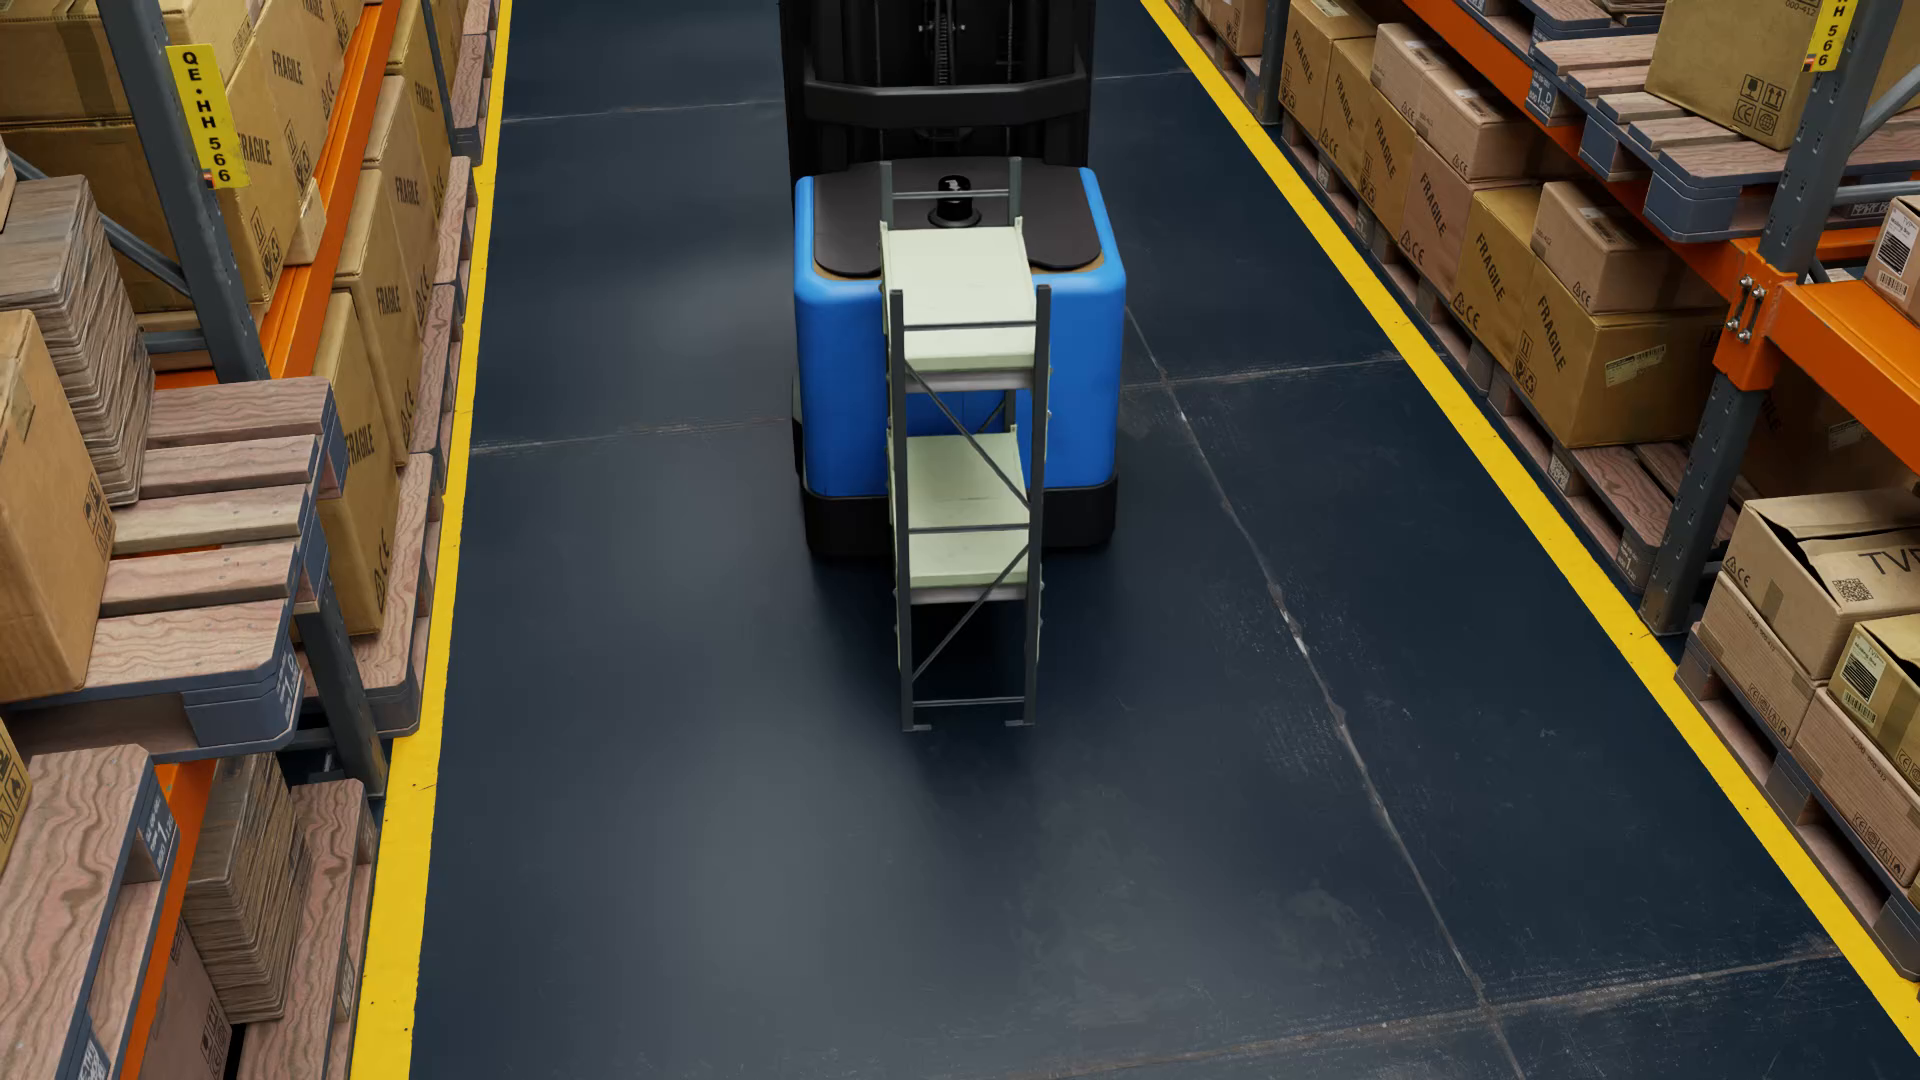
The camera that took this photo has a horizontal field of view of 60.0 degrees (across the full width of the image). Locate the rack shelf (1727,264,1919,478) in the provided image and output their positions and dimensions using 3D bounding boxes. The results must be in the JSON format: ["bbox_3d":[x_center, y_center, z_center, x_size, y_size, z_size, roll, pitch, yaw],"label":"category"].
[{"bbox_3d":[3.066,0.534,3.204,1.077,0.370,4.000,-6,38,-8],"label":"rack shelf"}]

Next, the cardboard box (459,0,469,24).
[{"bbox_3d":[-3.065,-3.094,8.983,0.700,0.500,0.500,-5,38,-7],"label":"cardboard box"}]

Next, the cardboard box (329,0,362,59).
[{"bbox_3d":[-2.262,-1.840,5.333,0.500,0.500,0.500,-5,38,-7],"label":"cardboard box"}]

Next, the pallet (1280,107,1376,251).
[{"bbox_3d":[2.194,-1.786,7.876,1.003,0.211,1.213,-6,38,-8],"label":"pallet"}]

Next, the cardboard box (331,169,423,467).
[{"bbox_3d":[-2.308,-0.728,5.652,0.750,0.750,0.750,-6,38,-8],"label":"cardboard box"}]

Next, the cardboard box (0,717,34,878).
[{"bbox_3d":[-1.829,0.397,2.354,0.700,0.500,0.500,-6,38,-8],"label":"cardboard box"}]

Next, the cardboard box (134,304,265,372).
[{"bbox_3d":[-1.991,-0.555,4.208,0.380,0.149,0.250,-7,38,-9],"label":"cardboard box"}]

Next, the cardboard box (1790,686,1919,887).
[{"bbox_3d":[2.607,0.613,4.414,0.500,0.250,0.500,-7,38,-9],"label":"cardboard box"}]

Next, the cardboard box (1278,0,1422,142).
[{"bbox_3d":[1.859,-2.242,7.870,0.500,0.500,0.500,-8,39,-10],"label":"cardboard box"}]

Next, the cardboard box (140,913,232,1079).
[{"bbox_3d":[-2.008,1.143,3.512,0.700,0.500,0.500,-6,38,-8],"label":"cardboard box"}]

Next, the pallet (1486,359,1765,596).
[{"bbox_3d":[2.622,-0.312,5.979,1.003,0.211,1.213,-6,38,-8],"label":"pallet"}]

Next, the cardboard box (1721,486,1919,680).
[{"bbox_3d":[2.518,0.088,4.633,0.500,0.311,0.500,-5,38,-6],"label":"cardboard box"}]

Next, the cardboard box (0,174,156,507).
[{"bbox_3d":[-2.069,-0.353,3.320,0.700,0.500,0.500,-11,39,-13],"label":"cardboard box"}]

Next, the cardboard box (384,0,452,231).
[{"bbox_3d":[-2.620,-1.777,7.003,0.750,0.750,0.750,-6,38,-7],"label":"cardboard box"}]

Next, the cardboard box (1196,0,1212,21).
[{"bbox_3d":[1.510,-2.956,9.075,0.380,0.149,0.250,-6,38,-8],"label":"cardboard box"}]

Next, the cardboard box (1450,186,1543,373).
[{"bbox_3d":[2.230,-0.997,6.267,0.500,0.500,0.500,-8,38,-10],"label":"cardboard box"}]

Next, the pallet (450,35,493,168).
[{"bbox_3d":[-2.919,-2.205,8.417,1.003,0.211,1.213,-6,38,-8],"label":"pallet"}]

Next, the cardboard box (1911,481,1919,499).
[{"bbox_3d":[3.049,0.030,4.708,0.500,0.311,0.500,-5,38,-7],"label":"cardboard box"}]

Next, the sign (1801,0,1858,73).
[{"bbox_3d":[2.183,-1.320,4.125,0.100,0.325,0.005,-6,38,-8],"label":"sign"}]

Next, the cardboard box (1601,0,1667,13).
[{"bbox_3d":[2.521,-2.105,5.590,0.700,0.500,0.500,0,38,1],"label":"cardboard box"}]

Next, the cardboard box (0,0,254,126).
[{"bbox_3d":[-1.992,-1.203,3.902,0.500,0.250,0.500,-5,38,-7],"label":"cardboard box"}]

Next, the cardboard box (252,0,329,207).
[{"bbox_3d":[-2.077,-1.226,4.543,0.500,0.500,0.500,-5,38,-6],"label":"cardboard box"}]

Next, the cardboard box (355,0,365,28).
[{"bbox_3d":[-2.374,-1.955,6.010,0.380,0.149,0.250,-6,38,-8],"label":"cardboard box"}]

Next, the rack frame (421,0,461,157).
[{"bbox_3d":[-2.862,-2.839,6.959,1.000,3.000,0.127,-6,38,-8],"label":"rack frame"}]

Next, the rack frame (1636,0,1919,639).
[{"bbox_3d":[2.715,-0.958,4.538,1.000,3.000,0.127,-6,38,-8],"label":"rack frame"}]

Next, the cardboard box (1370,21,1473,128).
[{"bbox_3d":[2.034,-1.934,6.863,0.500,0.250,0.500,-6,38,-8],"label":"cardboard box"}]

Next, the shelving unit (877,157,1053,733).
[{"bbox_3d":[0.000,-0.252,4.852,0.431,1.500,0.755,-3,38,-3],"label":"shelving unit"}]

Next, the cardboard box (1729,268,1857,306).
[{"bbox_3d":[2.819,-0.766,5.970,0.500,0.500,0.500,-8,38,-10],"label":"cardboard box"}]

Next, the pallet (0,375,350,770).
[{"bbox_3d":[-1.931,0.072,3.369,1.213,0.211,1.003,-6,38,-8],"label":"pallet"}]

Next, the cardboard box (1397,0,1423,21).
[{"bbox_3d":[2.383,-2.293,7.936,0.500,0.500,0.500,-6,38,-8],"label":"cardboard box"}]

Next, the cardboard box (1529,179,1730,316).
[{"bbox_3d":[2.306,-1.014,5.678,0.500,0.250,0.500,-5,38,-6],"label":"cardboard box"}]

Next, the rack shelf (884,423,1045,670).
[{"bbox_3d":[0.000,0.006,5.052,0.431,0.370,0.720,-3,38,-3],"label":"rack shelf"}]

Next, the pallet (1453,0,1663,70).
[{"bbox_3d":[2.370,-2.056,6.108,1.003,0.211,1.213,-6,38,-8],"label":"pallet"}]

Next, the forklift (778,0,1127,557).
[{"bbox_3d":[-0.096,-1.989,5.921,1.130,2.935,3.031,-2,38,-3],"label":"forklift"}]

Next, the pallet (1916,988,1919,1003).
[{"bbox_3d":[3.032,1.380,3.802,1.003,0.211,1.213,-6,38,-8],"label":"pallet"}]

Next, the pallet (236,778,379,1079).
[{"bbox_3d":[-2.026,1.150,4.097,1.003,0.211,1.213,-6,38,-8],"label":"pallet"}]

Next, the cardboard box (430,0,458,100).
[{"bbox_3d":[-2.893,-2.480,8.193,0.700,0.500,0.500,-6,38,-7],"label":"cardboard box"}]

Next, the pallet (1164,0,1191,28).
[{"bbox_3d":[1.677,-3.426,9.988,1.003,0.211,1.213,-6,38,-8],"label":"pallet"}]

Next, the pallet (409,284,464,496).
[{"bbox_3d":[-2.436,-0.541,6.275,1.003,0.211,1.213,-6,38,-8],"label":"pallet"}]

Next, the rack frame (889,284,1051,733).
[{"bbox_3d":[0.026,-0.028,4.563,0.400,1.500,0.023,-3,38,-3],"label":"rack frame"}]

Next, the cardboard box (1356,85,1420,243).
[{"bbox_3d":[2.044,-1.619,7.067,0.500,0.500,0.500,-6,38,-7],"label":"cardboard box"}]

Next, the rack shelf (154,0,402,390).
[{"bbox_3d":[-2.512,-1.347,5.625,1.077,0.370,4.000,-6,38,-8],"label":"rack shelf"}]

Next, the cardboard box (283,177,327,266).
[{"bbox_3d":[-1.990,-0.878,4.624,0.380,0.149,0.250,-5,38,-7],"label":"cardboard box"}]
